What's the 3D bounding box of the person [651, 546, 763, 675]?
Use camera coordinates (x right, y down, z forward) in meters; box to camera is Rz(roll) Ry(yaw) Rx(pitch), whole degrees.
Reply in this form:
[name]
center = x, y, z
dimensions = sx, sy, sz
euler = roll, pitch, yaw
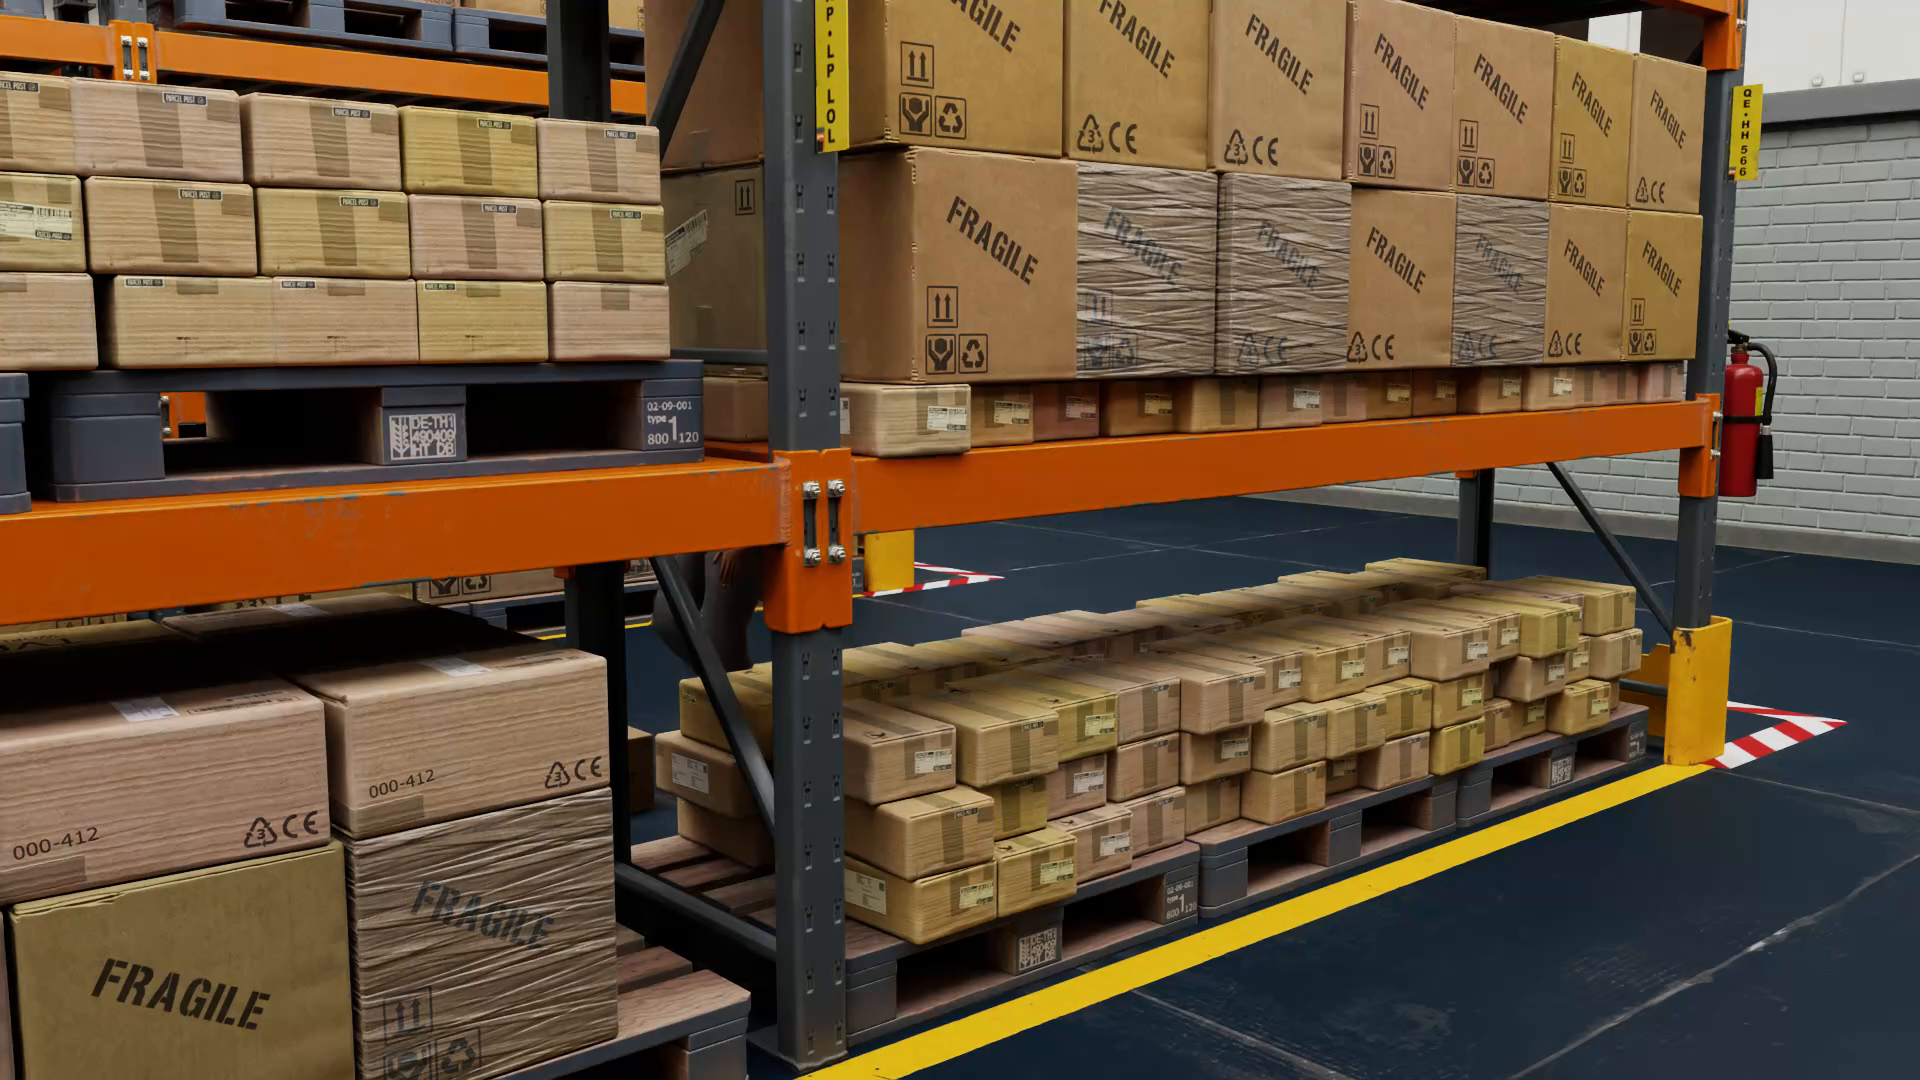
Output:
[person]
center = -0.835, -0.018, 5.757
dimensions = 0.508, 1.658, 0.492
euler = -5, 9, -34
